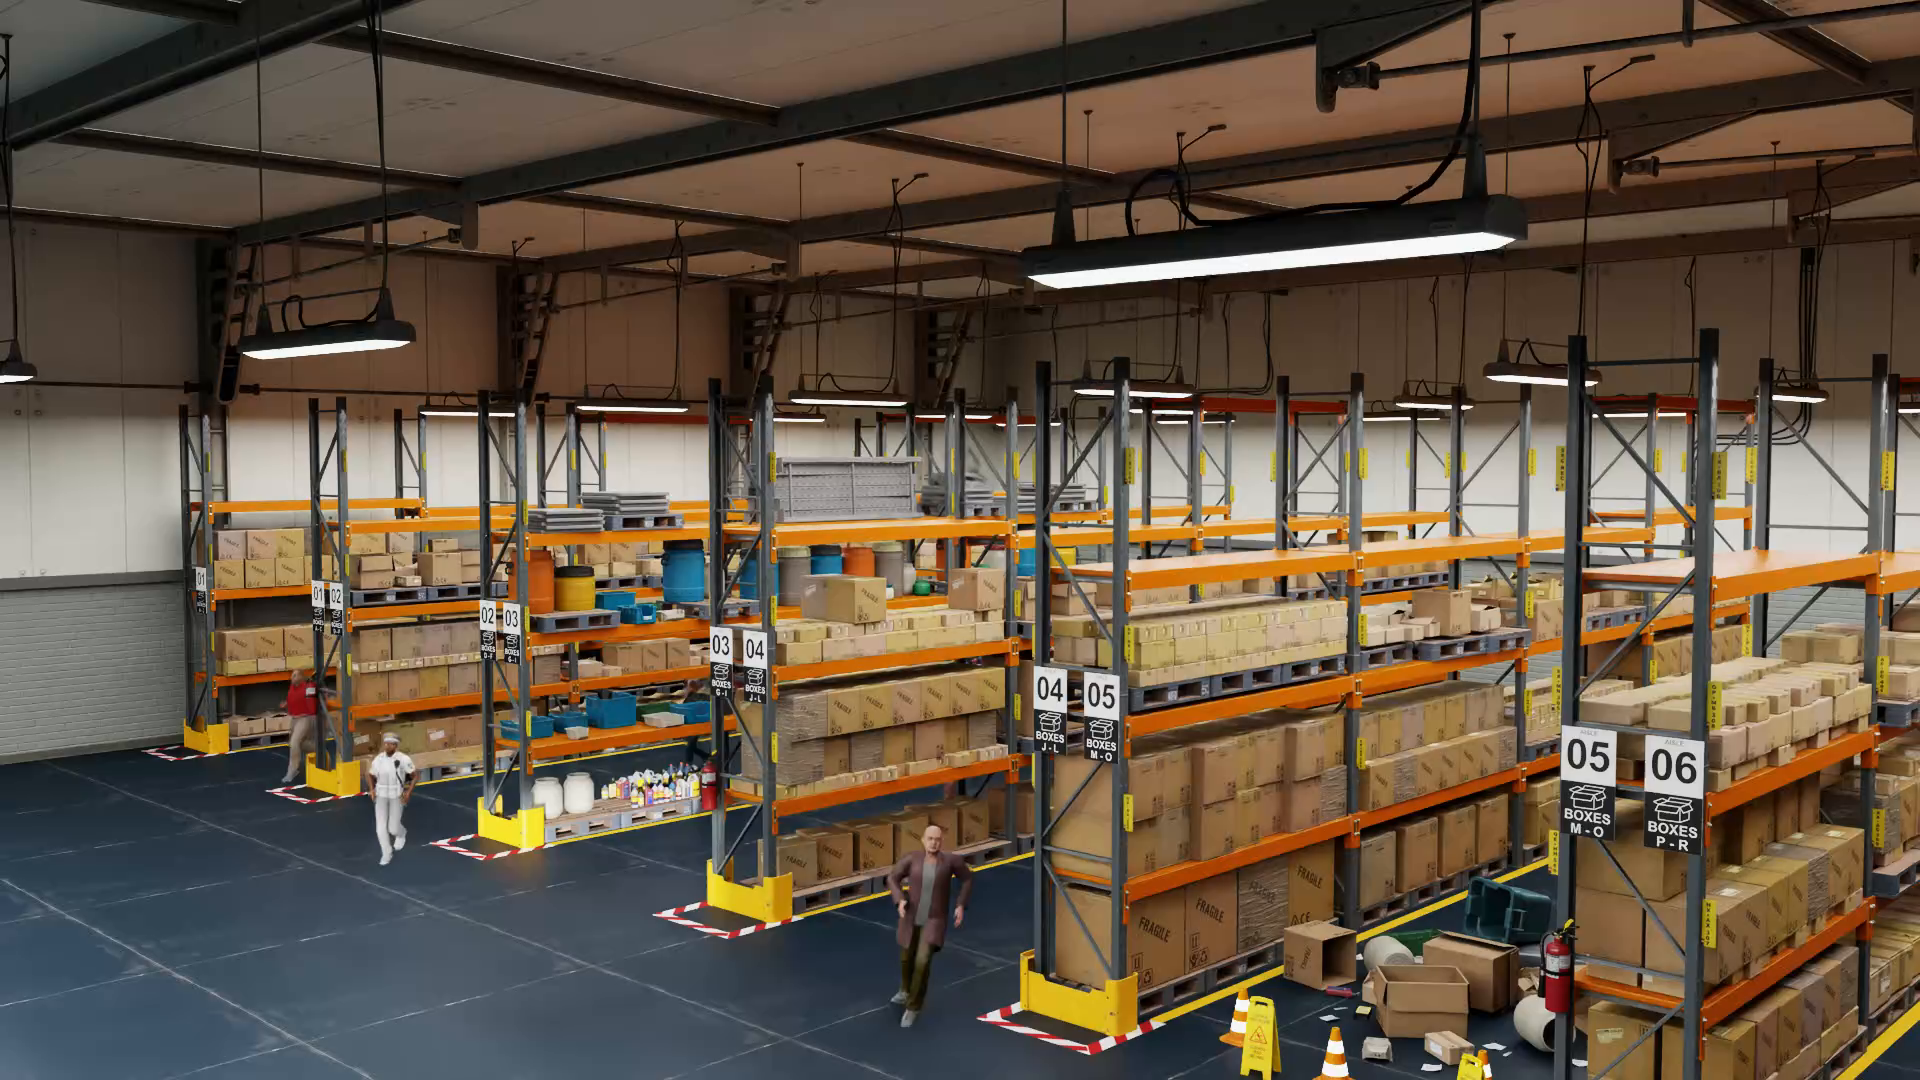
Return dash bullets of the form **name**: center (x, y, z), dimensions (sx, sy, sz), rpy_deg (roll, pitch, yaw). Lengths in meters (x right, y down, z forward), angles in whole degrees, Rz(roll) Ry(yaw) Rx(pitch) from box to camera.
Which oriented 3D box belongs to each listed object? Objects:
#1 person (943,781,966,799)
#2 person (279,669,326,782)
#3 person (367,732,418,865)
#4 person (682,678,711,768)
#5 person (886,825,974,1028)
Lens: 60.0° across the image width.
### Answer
- **person**: center (-0.110, 3.081, 23.052), dimensions (0.580, 1.664, 0.908), rpy_deg (2, 4, 34)
- **person**: center (-10.460, 2.922, 26.482), dimensions (0.690, 1.758, 0.941), rpy_deg (2, 4, 36)
- **person**: center (-7.191, 3.244, 21.078), dimensions (0.614, 1.660, 0.591), rpy_deg (0, 3, -4)
- **person**: center (-4.192, 3.019, 26.175), dimensions (0.540, 1.502, 0.879), rpy_deg (2, 4, 35)
- **person**: center (-0.293, 3.506, 15.201), dimensions (0.770, 1.819, 0.740), rpy_deg (1, 3, 13)
